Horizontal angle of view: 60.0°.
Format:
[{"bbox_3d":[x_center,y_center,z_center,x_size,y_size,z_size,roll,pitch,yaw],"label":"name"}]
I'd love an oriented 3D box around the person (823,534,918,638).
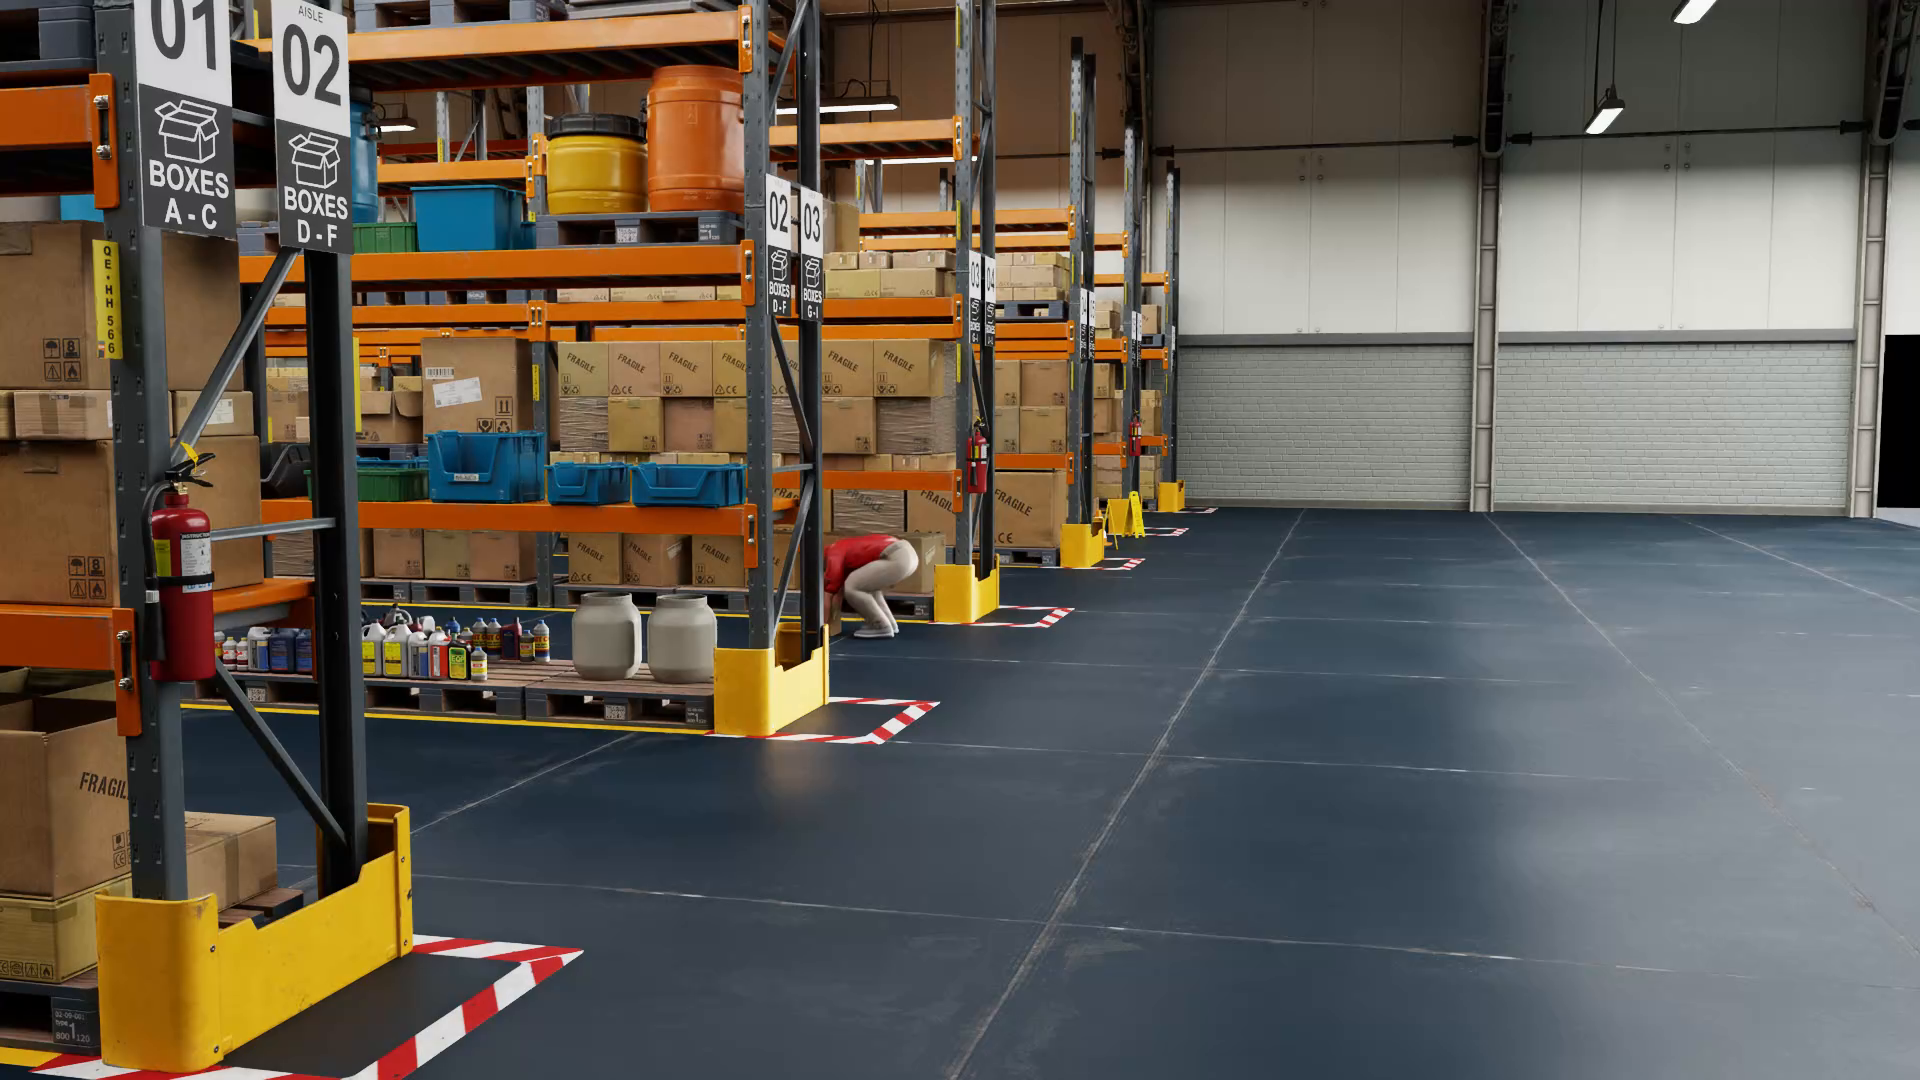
[{"bbox_3d":[-0.825,0.378,13.602,0.957,0.847,0.503,1,5,12],"label":"person"}]
